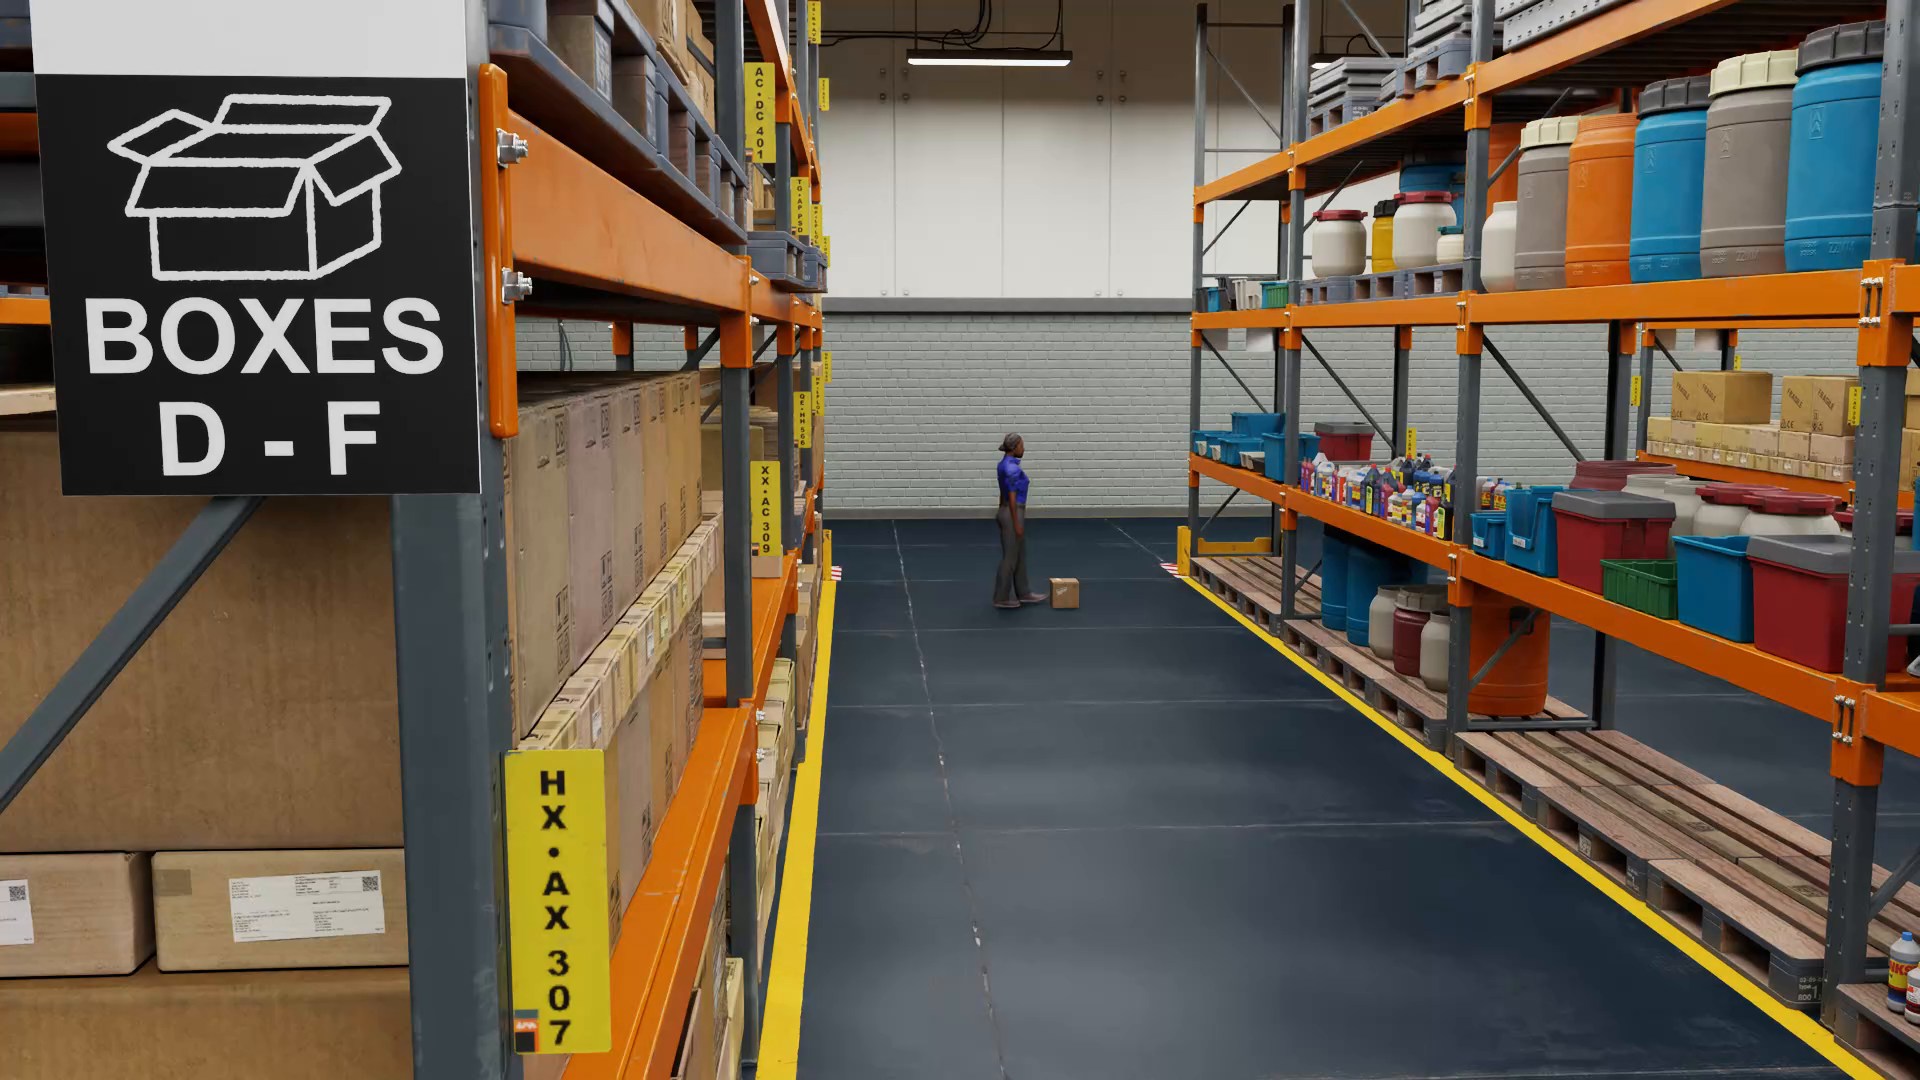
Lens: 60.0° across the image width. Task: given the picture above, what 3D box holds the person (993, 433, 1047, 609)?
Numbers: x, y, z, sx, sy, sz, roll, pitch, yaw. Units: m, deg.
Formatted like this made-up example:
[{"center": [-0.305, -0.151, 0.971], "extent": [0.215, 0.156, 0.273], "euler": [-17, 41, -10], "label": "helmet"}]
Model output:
[{"center": [0.574, -0.190, 15.804], "extent": [0.576, 1.661, 0.463], "euler": [-1, 7, -11], "label": "person"}]
